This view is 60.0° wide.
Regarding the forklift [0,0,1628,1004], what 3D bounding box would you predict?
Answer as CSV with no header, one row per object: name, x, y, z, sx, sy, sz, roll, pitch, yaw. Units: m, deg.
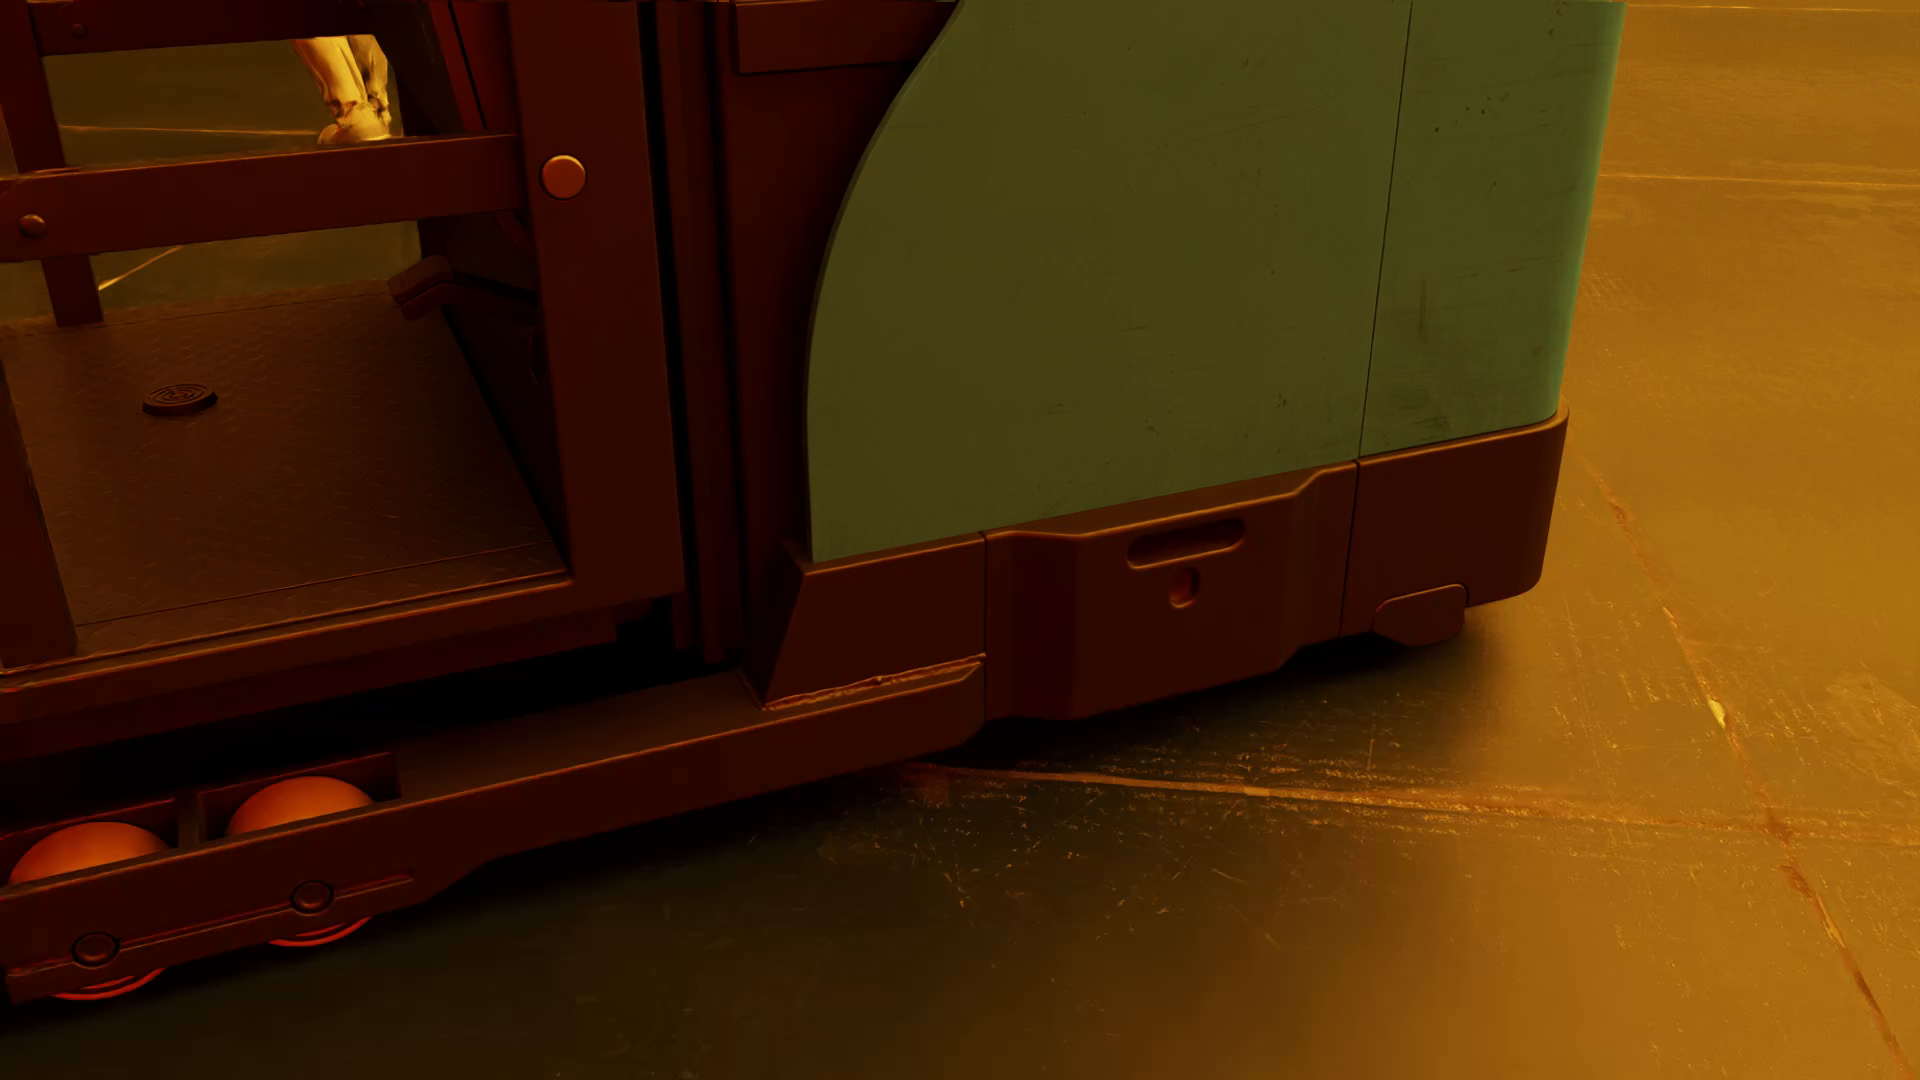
forklift,-0.775,-1.136,1.494,3.031,2.935,1.130,-11,29,-21

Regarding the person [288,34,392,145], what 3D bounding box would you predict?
person,-1.658,-1.814,4.309,0.855,1.651,0.710,-20,33,-34
